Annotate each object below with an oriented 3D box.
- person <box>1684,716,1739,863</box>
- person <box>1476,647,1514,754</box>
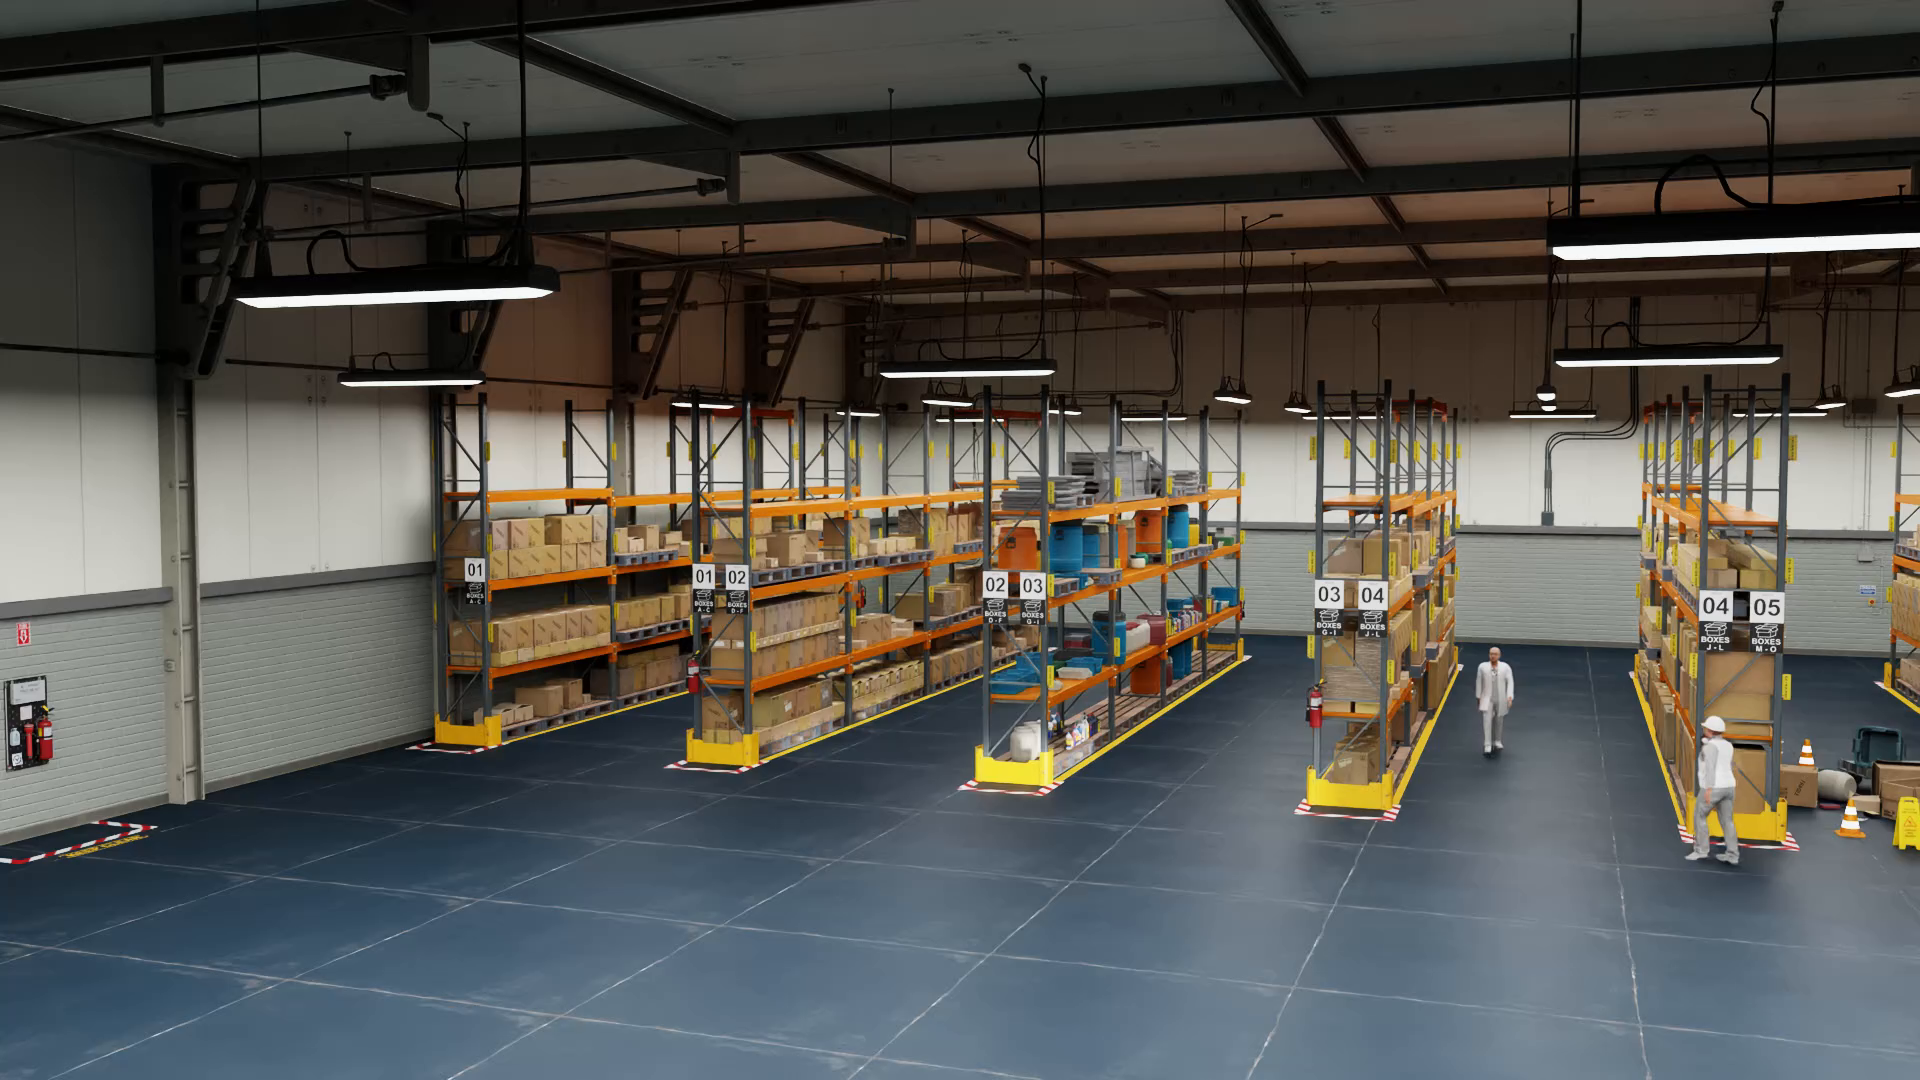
[{"bbox_3d":[9.260,3.062,20.287,0.579,1.809,0.625,-1,3,-25],"label":"person"},{"bbox_3d":[8.865,2.694,27.549,0.595,1.633,1.094,1,3,15],"label":"person"}]
